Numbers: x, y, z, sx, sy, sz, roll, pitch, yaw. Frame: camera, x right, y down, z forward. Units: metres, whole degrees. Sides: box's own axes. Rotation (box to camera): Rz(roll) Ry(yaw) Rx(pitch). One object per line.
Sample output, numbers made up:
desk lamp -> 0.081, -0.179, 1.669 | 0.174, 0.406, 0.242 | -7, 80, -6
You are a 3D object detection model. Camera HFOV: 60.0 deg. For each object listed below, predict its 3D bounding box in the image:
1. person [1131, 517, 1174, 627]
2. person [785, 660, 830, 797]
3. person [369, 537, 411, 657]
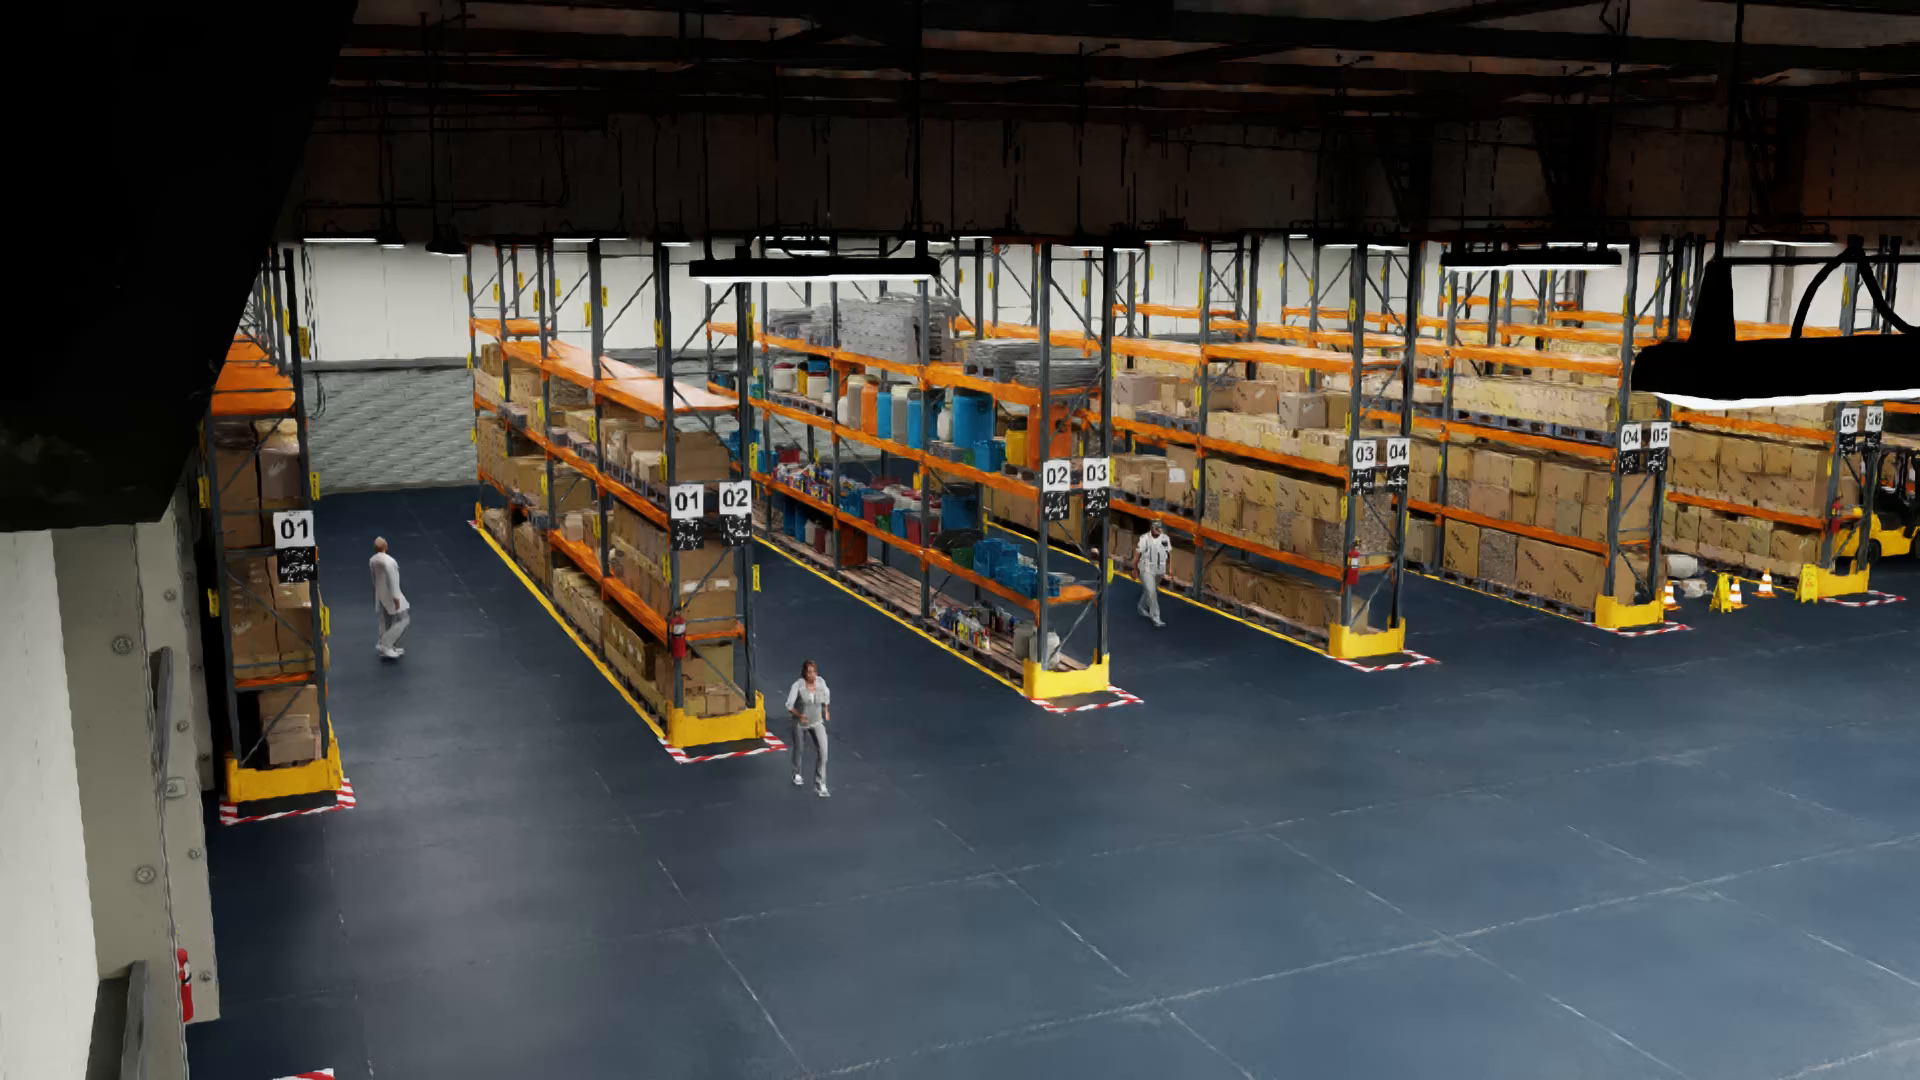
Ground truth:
person -> 3.072, 0.467, 26.208 | 0.556, 1.707, 1.022 | -5, 12, -25
person -> -1.689, 2.049, 18.545 | 0.562, 1.530, 0.815 | -4, 12, -18
person -> -8.316, 0.834, 24.150 | 0.634, 1.779, 0.517 | 9, 14, 40
